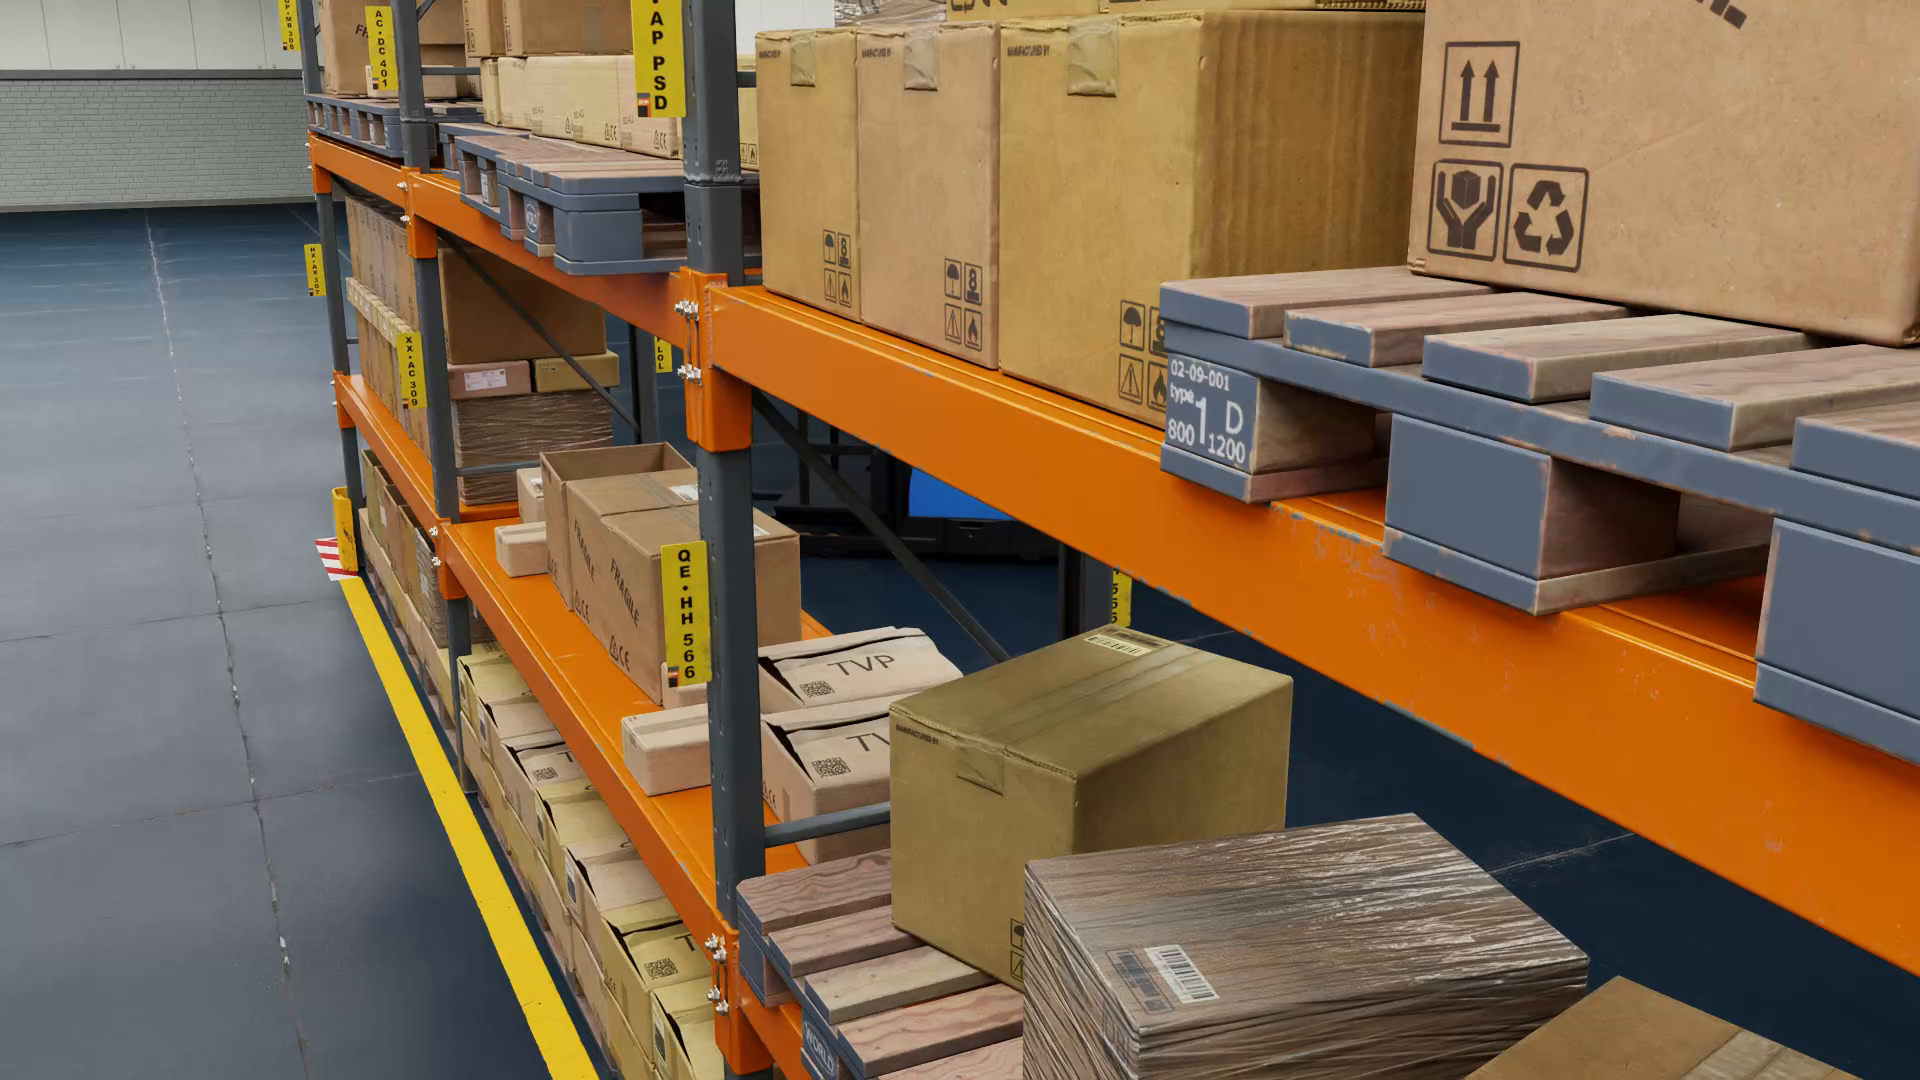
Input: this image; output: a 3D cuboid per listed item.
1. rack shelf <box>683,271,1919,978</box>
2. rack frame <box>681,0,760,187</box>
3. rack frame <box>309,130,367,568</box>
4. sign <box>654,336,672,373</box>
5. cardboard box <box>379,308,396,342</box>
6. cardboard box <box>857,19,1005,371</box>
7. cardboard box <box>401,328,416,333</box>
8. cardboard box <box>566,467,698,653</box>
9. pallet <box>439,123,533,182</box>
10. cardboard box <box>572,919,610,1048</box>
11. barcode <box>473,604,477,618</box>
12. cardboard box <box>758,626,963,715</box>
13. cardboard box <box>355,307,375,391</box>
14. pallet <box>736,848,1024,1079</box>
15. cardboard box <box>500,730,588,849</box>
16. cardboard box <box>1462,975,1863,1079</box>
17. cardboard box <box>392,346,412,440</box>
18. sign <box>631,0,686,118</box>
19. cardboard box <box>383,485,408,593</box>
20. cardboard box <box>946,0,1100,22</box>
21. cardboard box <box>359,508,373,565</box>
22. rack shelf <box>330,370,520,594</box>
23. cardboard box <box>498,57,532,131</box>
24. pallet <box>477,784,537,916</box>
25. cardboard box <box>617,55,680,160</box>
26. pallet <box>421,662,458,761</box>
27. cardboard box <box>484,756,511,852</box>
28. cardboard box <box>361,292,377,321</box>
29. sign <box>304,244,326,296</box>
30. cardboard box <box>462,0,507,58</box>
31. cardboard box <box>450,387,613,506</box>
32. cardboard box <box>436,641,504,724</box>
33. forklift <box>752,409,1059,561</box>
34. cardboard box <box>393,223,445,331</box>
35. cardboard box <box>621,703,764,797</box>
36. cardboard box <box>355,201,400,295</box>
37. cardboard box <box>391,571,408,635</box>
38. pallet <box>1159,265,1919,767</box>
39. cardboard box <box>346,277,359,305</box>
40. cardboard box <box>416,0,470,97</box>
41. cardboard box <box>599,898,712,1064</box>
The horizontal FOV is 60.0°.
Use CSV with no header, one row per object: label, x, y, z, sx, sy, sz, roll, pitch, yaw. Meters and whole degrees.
rack shelf,0.776,0.053,1.996,1.077,0.370,4.000,-8,18,-25
rack frame,-0.101,-2.231,3.211,1.000,3.000,0.127,-8,18,-25
rack frame,-3.605,-1.331,10.951,1.000,3.000,0.127,-8,18,-25
sign,-1.369,-0.926,7.583,0.100,0.325,0.005,-8,18,-25
cardboard box,-2.954,-1.186,9.089,0.380,0.149,0.250,-7,18,-24
cardboard box,0.344,-0.607,2.807,0.910,0.500,0.500,-8,18,-25
cardboard box,-2.609,-0.993,8.416,0.380,0.149,0.250,-8,18,-25
cardboard box,-1.081,0.060,5.922,0.500,0.500,0.500,-8,18,-25
pallet,-1.455,-1.472,6.350,0.805,0.209,1.217,-8,18,-27
cardboard box,-0.997,1.419,5.591,0.500,0.250,0.500,-7,18,-24
barcode,-2.115,0.303,7.250,0.001,0.075,0.075,-8,18,-25
cardboard box,-0.318,0.450,4.905,0.500,0.311,0.500,-8,18,-26
cardboard box,-3.412,-1.262,10.528,0.700,0.500,0.500,-8,18,-25
pallet,0.260,0.904,3.509,1.213,0.211,1.003,-8,18,-25
cardboard box,-1.453,0.897,6.395,0.500,0.311,0.500,-8,18,-27
cardboard box,0.822,0.964,2.011,0.700,0.500,0.500,-13,21,-39
cardboard box,-2.732,-0.878,9.192,0.700,0.500,0.500,-7,17,-23
sign,-0.603,-1.011,3.316,0.100,0.325,0.005,-8,18,-25
cardboard box,-2.916,-0.040,9.314,0.500,0.500,0.500,-8,18,-25
cardboard box,0.308,-1.082,2.653,0.500,0.500,0.500,-8,18,-25
cardboard box,-3.570,-0.051,10.715,0.500,0.250,0.500,-8,18,-25
rack shelf,-2.729,-0.489,9.322,1.077,0.370,4.000,-8,18,-25
cardboard box,-1.348,-1.621,6.034,0.500,0.250,0.500,-10,19,-30
pallet,-1.495,1.179,7.259,1.003,0.211,1.213,-8,18,-25
cardboard box,-0.596,-1.152,4.401,0.500,0.250,0.500,-7,17,-23
pallet,-2.164,0.799,8.584,1.003,0.211,1.213,-8,18,-25
cardboard box,-1.676,1.038,6.921,0.500,0.250,0.500,-7,18,-24
cardboard box,-3.292,-1.378,9.756,0.380,0.149,0.250,-8,18,-26
sign,-4.107,-1.720,10.592,0.100,0.325,0.005,-8,18,-25
cardboard box,-1.618,-2.113,6.391,0.500,0.500,0.500,-7,18,-24
cardboard box,-2.053,-0.496,7.861,0.700,0.500,0.500,-8,18,-26
cardboard box,-2.253,0.692,8.125,0.500,0.250,0.500,-8,18,-25
forklift,-0.723,-1.428,11.412,3.031,2.935,1.130,2,16,7
cardboard box,-2.494,-1.369,8.552,0.700,0.500,0.500,-8,18,-25
cardboard box,-0.743,0.584,4.734,0.380,0.149,0.250,-8,18,-25
cardboard box,-3.154,-1.742,9.851,0.700,0.500,0.500,-8,18,-26
cardboard box,-2.915,0.321,9.418,0.500,0.250,0.500,-8,18,-25
pallet,0.972,-0.134,1.682,1.213,0.211,1.003,-8,18,-25
cardboard box,-3.627,-1.568,10.418,0.380,0.149,0.250,-8,18,-25
cardboard box,-2.461,-2.523,8.465,0.797,0.503,0.637,-6,17,-19
cardboard box,-0.785,1.275,5.077,0.500,0.311,0.500,-8,18,-26
